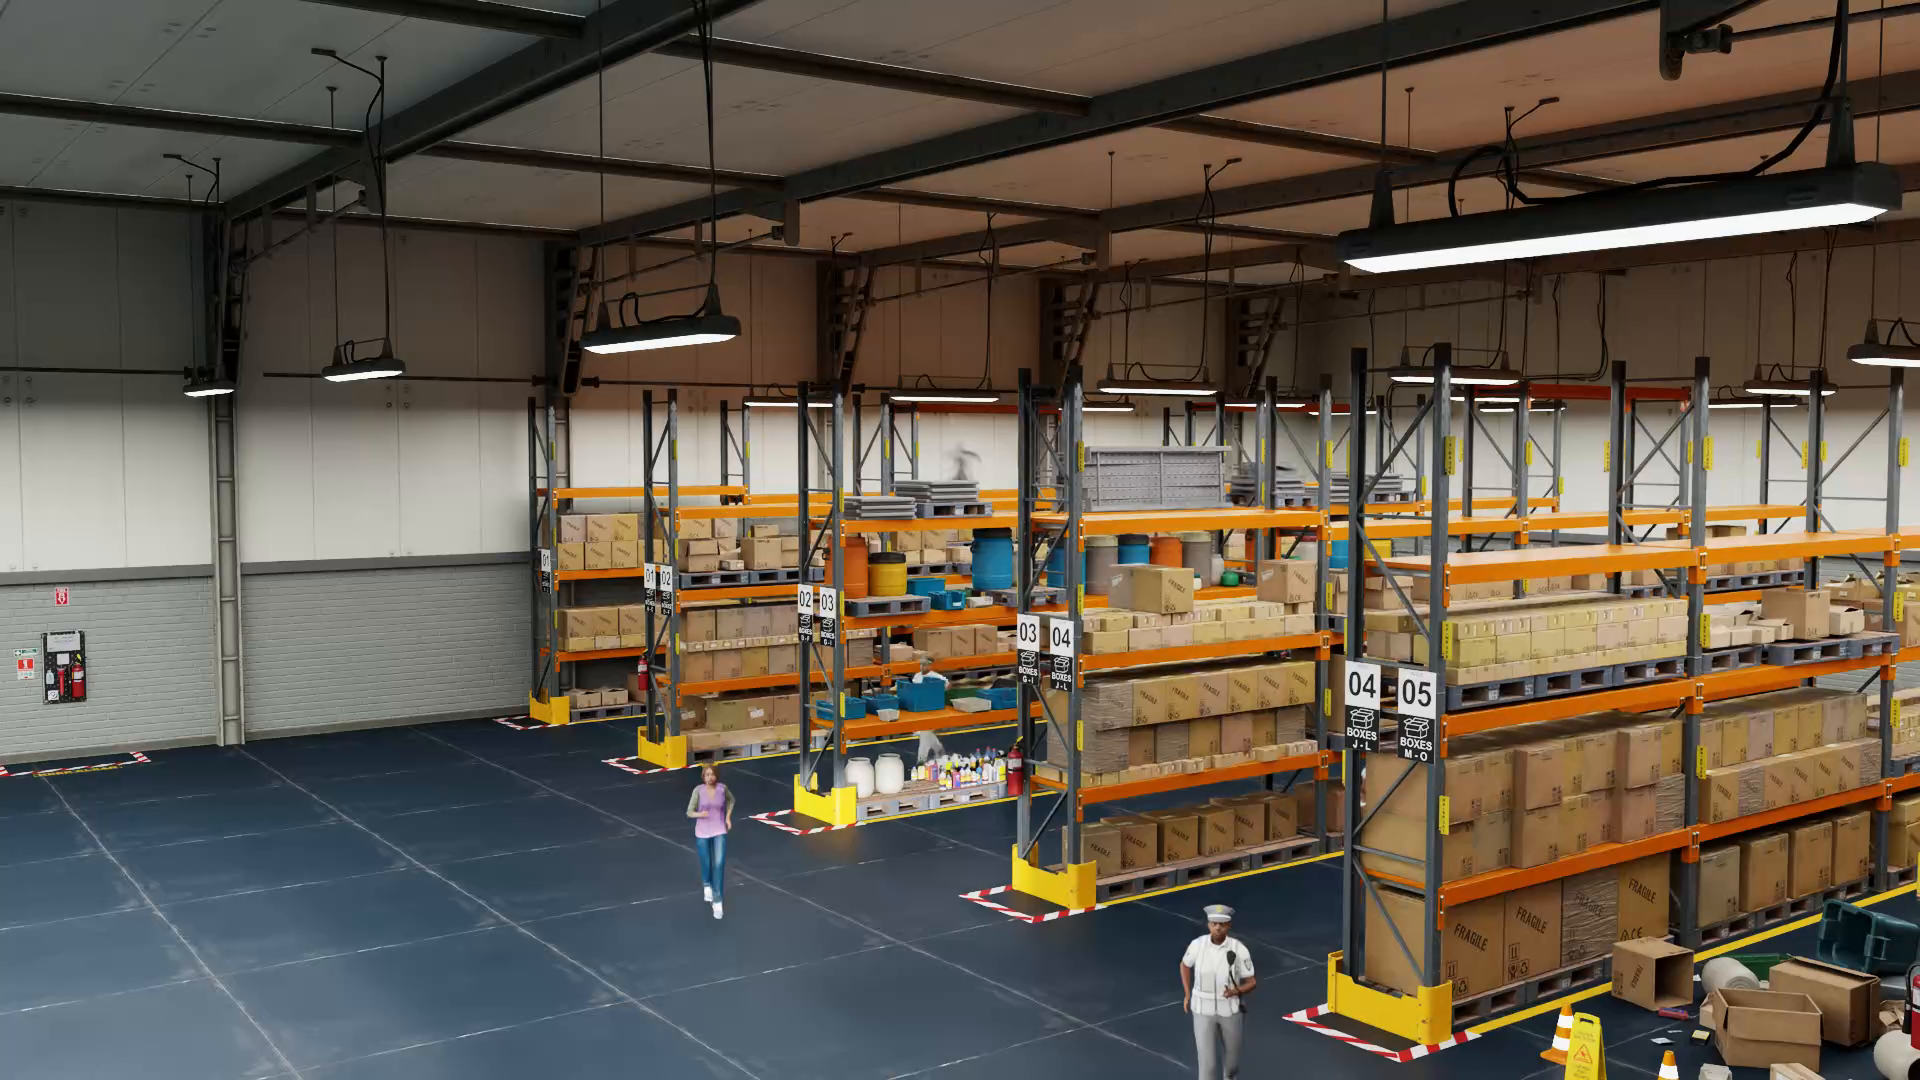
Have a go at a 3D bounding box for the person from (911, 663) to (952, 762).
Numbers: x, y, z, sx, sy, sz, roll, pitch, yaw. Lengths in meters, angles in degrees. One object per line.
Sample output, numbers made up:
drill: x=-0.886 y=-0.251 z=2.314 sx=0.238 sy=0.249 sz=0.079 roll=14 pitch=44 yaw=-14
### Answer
person: x=-0.520 y=2.663 z=26.243 sx=0.648 sy=1.619 sz=0.826 roll=3 pitch=5 yaw=42

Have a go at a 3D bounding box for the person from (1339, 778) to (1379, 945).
person: x=4.236 y=3.265 z=17.287 sx=0.688 sy=1.751 sz=0.841 roll=3 pitch=4 yaw=41

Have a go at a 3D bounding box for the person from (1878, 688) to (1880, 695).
person: x=13.270 y=2.941 z=23.781 sx=0.472 sy=1.663 sz=0.385 roll=-2 pitch=4 yaw=-26

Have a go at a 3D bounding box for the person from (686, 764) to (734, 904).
person: x=-2.742 y=3.198 z=18.305 sx=0.526 sy=1.495 sz=0.728 roll=-1 pitch=3 yaw=-9

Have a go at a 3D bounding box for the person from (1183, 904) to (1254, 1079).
person: x=1.948 y=3.568 z=12.581 sx=0.544 sy=1.672 sz=0.879 roll=1 pitch=3 yaw=10
